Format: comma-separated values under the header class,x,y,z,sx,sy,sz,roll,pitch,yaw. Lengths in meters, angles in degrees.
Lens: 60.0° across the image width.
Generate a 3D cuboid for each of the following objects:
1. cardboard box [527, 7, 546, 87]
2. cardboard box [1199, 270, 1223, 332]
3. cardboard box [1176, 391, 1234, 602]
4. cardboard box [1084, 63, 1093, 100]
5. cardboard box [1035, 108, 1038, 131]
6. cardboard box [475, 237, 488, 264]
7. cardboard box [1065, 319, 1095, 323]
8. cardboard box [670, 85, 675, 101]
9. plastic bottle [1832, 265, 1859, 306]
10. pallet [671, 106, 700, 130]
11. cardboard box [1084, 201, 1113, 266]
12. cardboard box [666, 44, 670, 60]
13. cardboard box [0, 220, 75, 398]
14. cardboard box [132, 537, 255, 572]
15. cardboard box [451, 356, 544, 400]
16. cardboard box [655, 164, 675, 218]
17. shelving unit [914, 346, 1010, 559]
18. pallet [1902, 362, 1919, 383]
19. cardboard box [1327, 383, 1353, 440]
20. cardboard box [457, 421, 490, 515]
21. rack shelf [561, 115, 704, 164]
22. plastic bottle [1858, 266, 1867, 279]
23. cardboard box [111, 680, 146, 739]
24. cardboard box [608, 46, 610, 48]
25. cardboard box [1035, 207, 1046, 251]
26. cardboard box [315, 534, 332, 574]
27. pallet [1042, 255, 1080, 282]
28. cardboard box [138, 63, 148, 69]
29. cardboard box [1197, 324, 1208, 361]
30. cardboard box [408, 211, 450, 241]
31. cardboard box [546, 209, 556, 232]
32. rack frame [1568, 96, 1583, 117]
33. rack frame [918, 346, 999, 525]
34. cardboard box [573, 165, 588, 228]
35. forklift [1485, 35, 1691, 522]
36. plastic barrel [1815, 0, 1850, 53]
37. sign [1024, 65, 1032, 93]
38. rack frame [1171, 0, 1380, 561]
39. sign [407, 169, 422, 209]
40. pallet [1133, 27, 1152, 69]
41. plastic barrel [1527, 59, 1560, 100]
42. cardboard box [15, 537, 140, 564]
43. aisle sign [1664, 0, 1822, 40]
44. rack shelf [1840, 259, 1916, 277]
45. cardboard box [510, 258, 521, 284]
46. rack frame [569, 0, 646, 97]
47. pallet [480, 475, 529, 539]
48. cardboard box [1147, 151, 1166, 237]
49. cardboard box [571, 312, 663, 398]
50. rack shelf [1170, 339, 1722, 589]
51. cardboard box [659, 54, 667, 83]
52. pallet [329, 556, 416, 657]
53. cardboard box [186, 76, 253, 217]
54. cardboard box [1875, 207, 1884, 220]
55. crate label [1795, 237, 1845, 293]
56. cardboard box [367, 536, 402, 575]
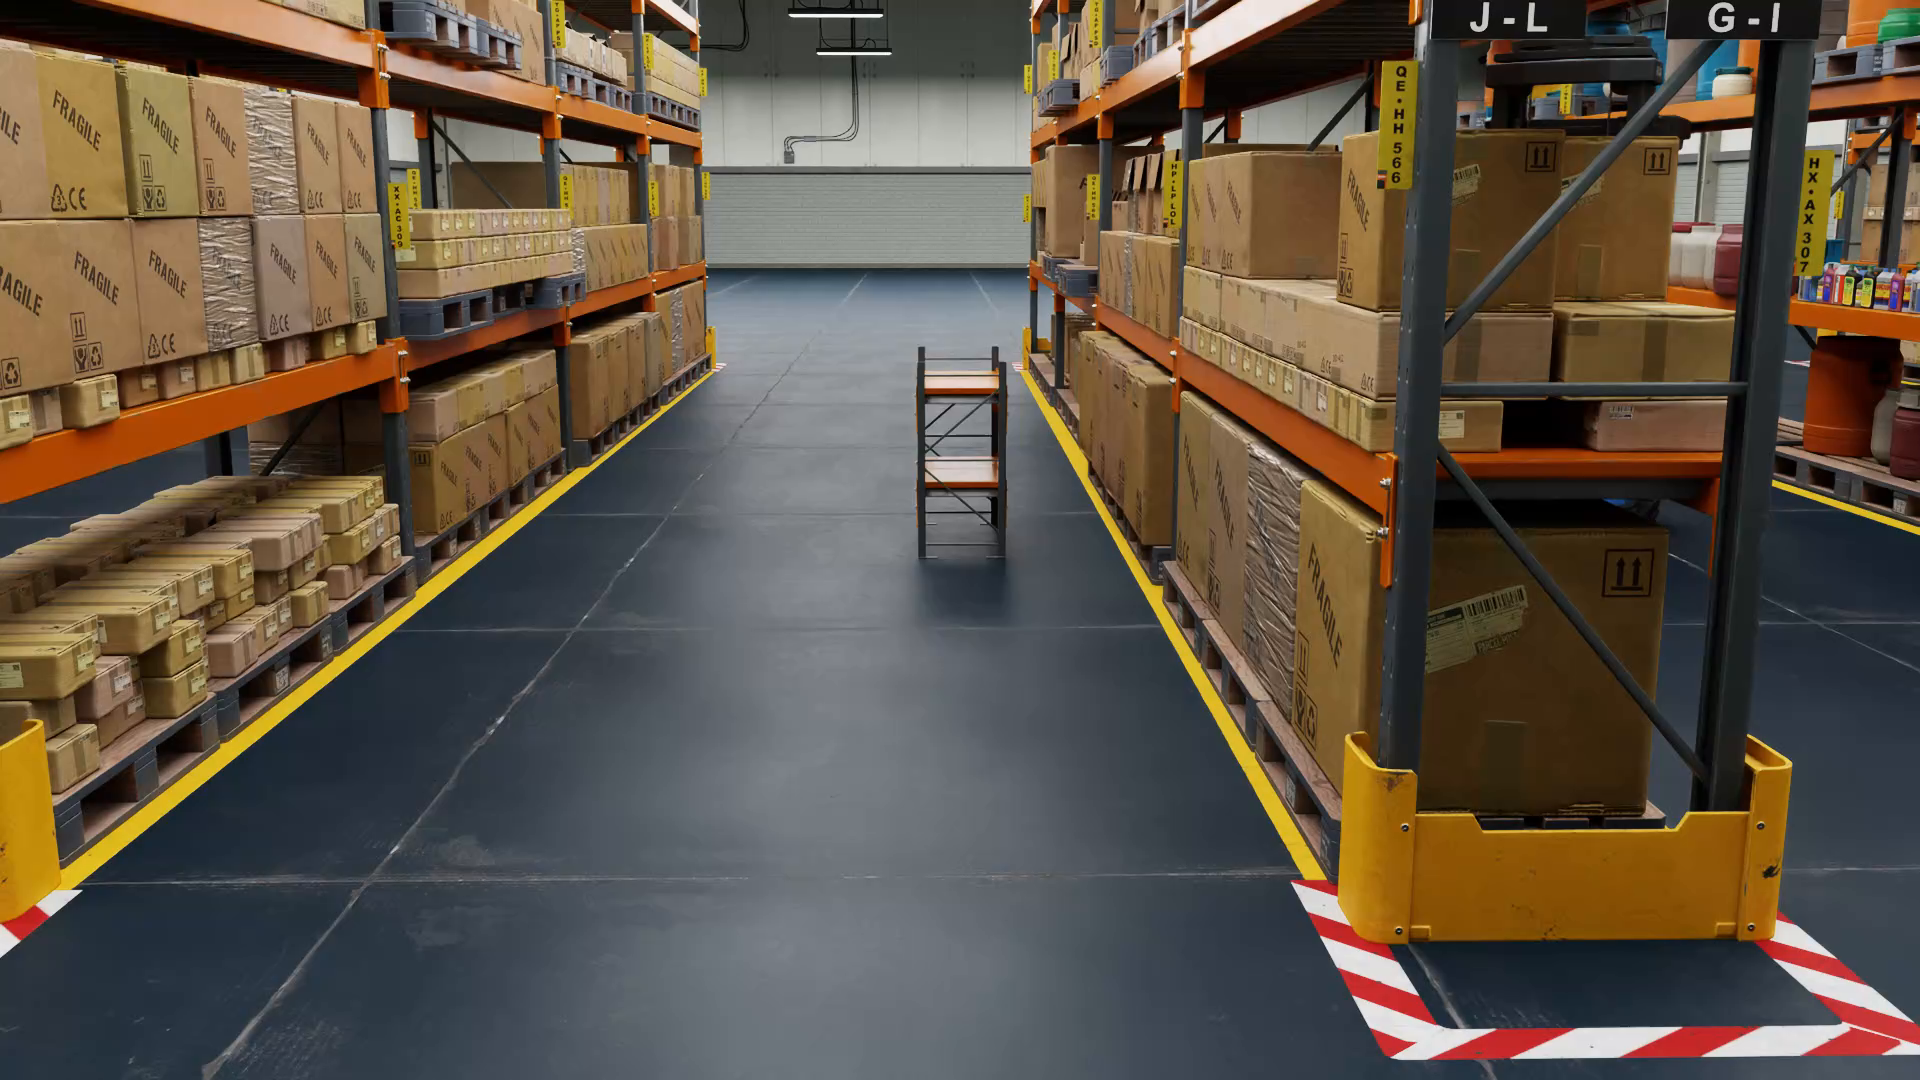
class,x,y,z,sx,sy,sz,roll,pitch,yaw
cardboard box,-3.172,-3.395,11.454,0.500,0.500,0.500,0,11,-1
cardboard box,1.359,-1.073,7.431,0.500,0.250,0.500,0,11,-1
cardboard box,1.539,-0.227,7.920,0.875,0.875,0.875,0,11,-1
cardboard box,1.244,-3.577,12.981,0.500,0.250,0.500,0,11,-1
cardboard box,1.126,-4.776,18.890,0.500,0.250,0.500,0,11,-2
cardboard box,-2.923,-1.657,9.507,0.380,0.149,0.250,-1,11,-4
cardboard box,1.395,-2.192,18.552,0.500,0.500,0.500,1,11,4
cardboard box,-3.216,-4.712,17.522,0.380,0.149,0.250,0,11,-1
plastic bottle,6.170,-1.769,11.546,0.152,0.276,0.135,0,11,-1
pallet,-3.577,-4.858,19.139,1.003,0.211,1.213,0,11,-1
cardboard box,1.360,-2.461,13.339,0.700,0.500,0.500,1,12,7
cardboard box,-3.211,-5.053,17.194,0.380,0.149,0.250,0,11,-1
cardboard box,-3.006,-0.683,4.884,0.500,0.500,0.500,0,11,2
cardboard box,-3.092,0.085,6.714,0.380,0.149,0.250,0,11,-1
cardboard box,-3.140,-1.102,11.289,0.500,0.250,0.500,0,11,0
cardboard box,-3.495,-3.677,17.544,0.875,0.550,0.550,0,11,-1
shelving unit,0.000,-0.550,9.941,0.538,1.125,1.048,0,11,-1
pallet,11.342,-1.859,18.690,1.003,0.211,1.213,0,11,-1
cardboard box,1.345,-0.396,5.101,0.380,0.149,0.250,0,11,-1
cardboard box,-3.118,-0.427,9.851,0.500,0.500,0.500,0,11,1
rack shelf,-3.562,-4.299,17.968,1.077,0.370,4.000,0,11,-1
plastic bottle,6.206,-1.744,11.434,0.097,0.271,0.097,0,11,0
cardboard box,-3.063,0.587,5.737,0.380,0.149,0.250,0,11,-1
cardboard box,-3.872,-5.098,17.420,0.380,0.149,0.250,0,11,-2
cardboard box,1.342,-3.664,19.577,0.875,0.500,0.500,0,11,-1
cardboard box,-3.083,0.071,7.532,0.380,0.149,0.250,0,11,-1
pallet,1.311,-2.537,15.504,1.003,0.211,1.213,0,11,-1
cardboard box,-8.182,-4.596,16.253,0.380,0.149,0.250,0,11,1
cardboard box,1.291,-0.906,7.611,0.380,0.149,0.250,0,11,1
cardboard box,-2.903,-1.648,8.716,0.380,0.149,0.250,0,11,2
cardboard box,-2.961,-2.165,11.267,0.380,0.149,0.250,0,11,1
rack frame,6.392,-2.804,16.337,1.000,3.000,0.127,0,11,-1
rack frame,-0.010,-0.651,10.439,0.500,1.125,0.032,0,11,-1
cardboard box,-3.462,-2.819,13.645,0.700,0.500,0.500,0,11,-2
forklift,3.830,-1.556,10.359,1.130,2.935,3.031,6,13,29
plastic barrel,6.675,-3.889,12.879,0.600,0.901,0.600,0,11,0
sign,0.815,-5.475,19.760,0.100,0.325,0.005,0,11,-1
rack frame,1.606,-1.194,8.398,1.000,3.000,0.127,0,11,-1
sign,-3.993,-2.553,12.187,0.100,0.325,0.005,0,11,-1
pallet,1.616,-3.016,10.313,1.003,0.211,1.213,0,11,1
plastic barrel,6.460,-5.141,18.783,0.600,0.588,0.600,0,11,0
cardboard box,-3.549,0.087,6.706,0.380,0.149,0.250,0,11,-1
aisle sign,1.990,-1.659,4.156,0.394,0.787,0.004,0,11,-1
rack shelf,11.303,-2.869,18.465,1.077,0.370,4.000,0,11,-1
cardboard box,-2.938,-1.666,10.302,0.380,0.149,0.250,-1,11,-4
rack frame,-3.521,-5.724,15.639,1.000,3.000,0.127,0,11,-1
pallet,-3.401,-0.225,10.635,1.003,0.211,1.213,0,11,-1
cardboard box,1.553,-2.121,10.196,0.797,0.503,0.637,0,11,1
cardboard box,-3.418,-1.764,15.811,1.050,0.750,0.750,0,11,-1
rack shelf,1.647,-0.444,6.510,1.077,0.370,4.000,0,11,-1
cardboard box,-3.263,-4.779,16.850,0.500,0.250,0.500,0,11,-2
pallet,-3.306,0.307,8.017,1.003,0.211,1.213,0,11,-1
cardboard box,-3.036,-1.478,6.288,0.500,0.500,0.500,-1,11,-3
cardboard box,11.063,-3.855,19.631,0.380,0.149,0.250,-1,11,-3
crate label,6.725,-2.225,13.393,0.502,0.435,0.616,0,11,-1
cardboard box,-3.006,0.075,8.261,0.380,0.149,0.250,0,11,0
